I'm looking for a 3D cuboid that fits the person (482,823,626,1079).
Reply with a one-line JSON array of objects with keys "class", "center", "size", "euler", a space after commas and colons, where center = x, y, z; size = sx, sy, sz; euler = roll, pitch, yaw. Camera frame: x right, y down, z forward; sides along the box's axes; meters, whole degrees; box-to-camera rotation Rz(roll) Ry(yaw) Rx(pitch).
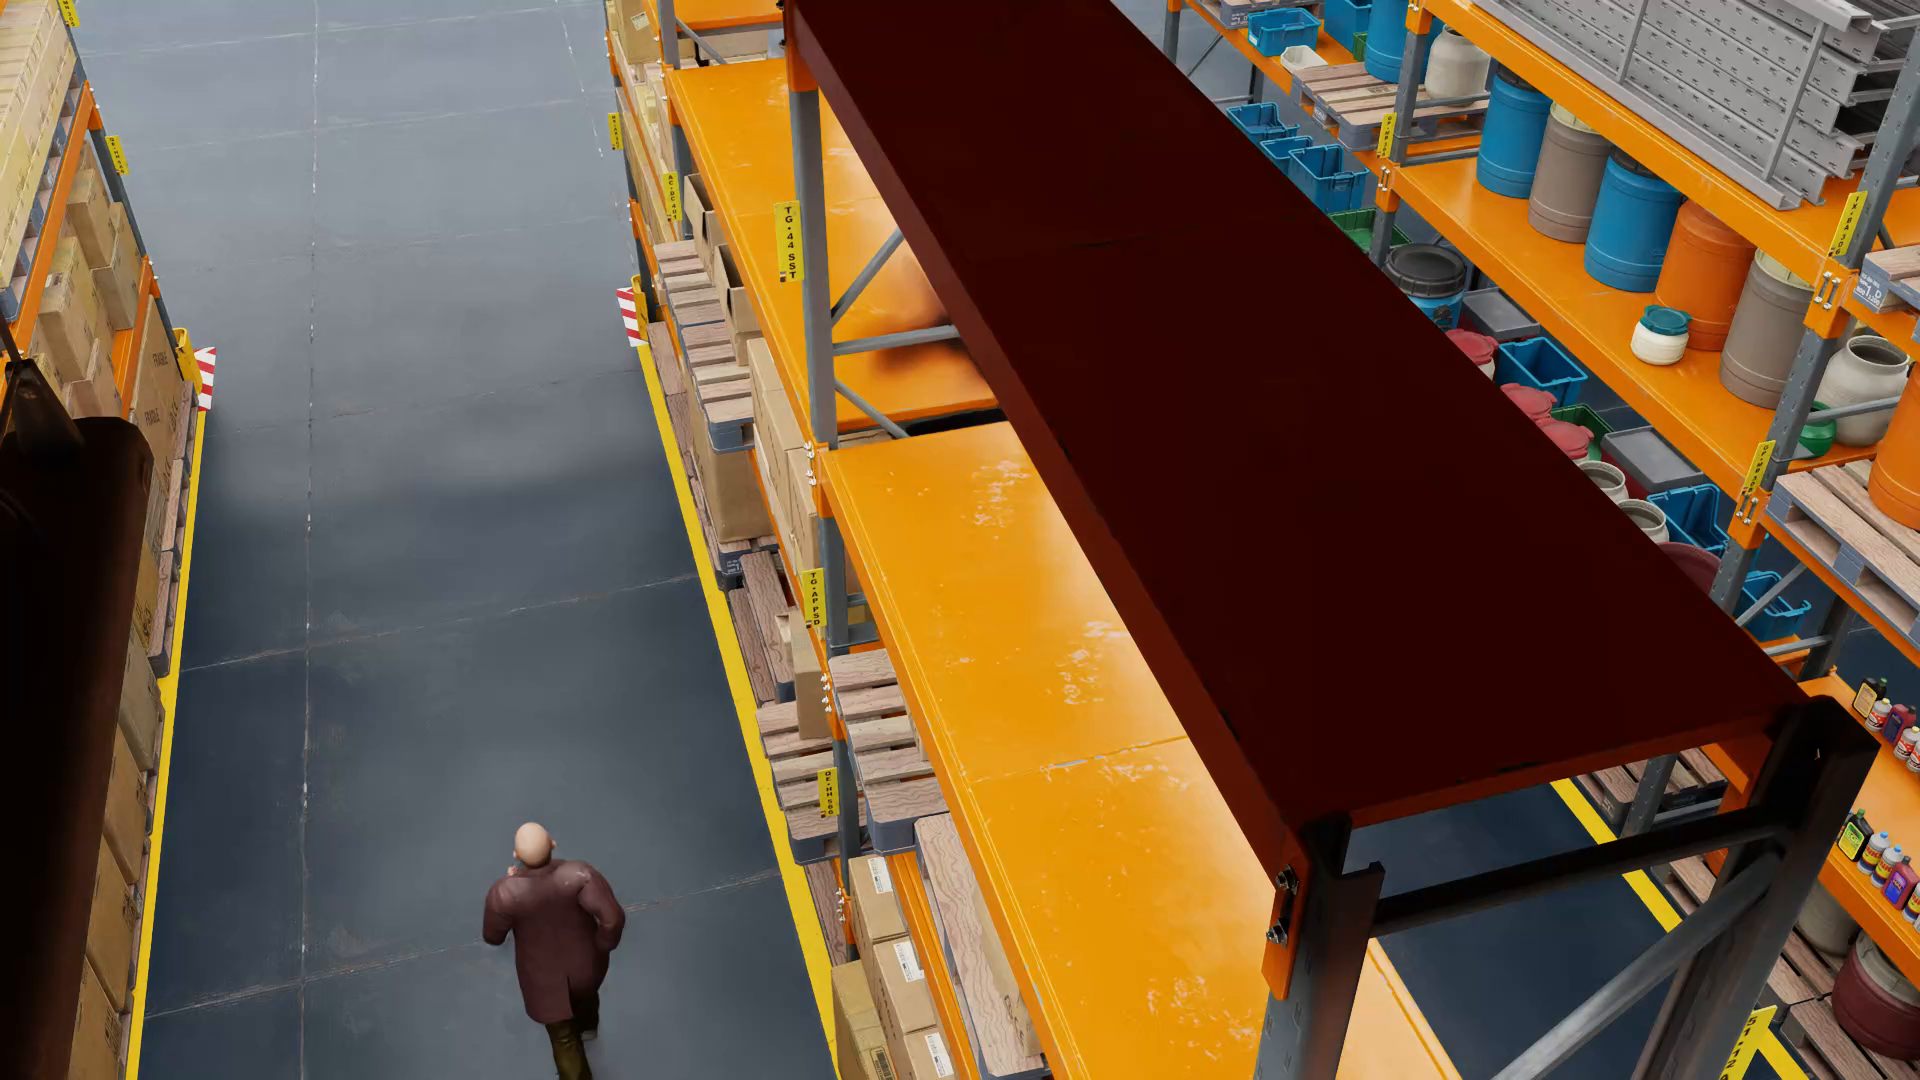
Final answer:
[{"class": "person", "center": [-1.973, 2.120, 8.251], "size": [0.649, 1.819, 0.962], "euler": [-16, 41, -19]}]
